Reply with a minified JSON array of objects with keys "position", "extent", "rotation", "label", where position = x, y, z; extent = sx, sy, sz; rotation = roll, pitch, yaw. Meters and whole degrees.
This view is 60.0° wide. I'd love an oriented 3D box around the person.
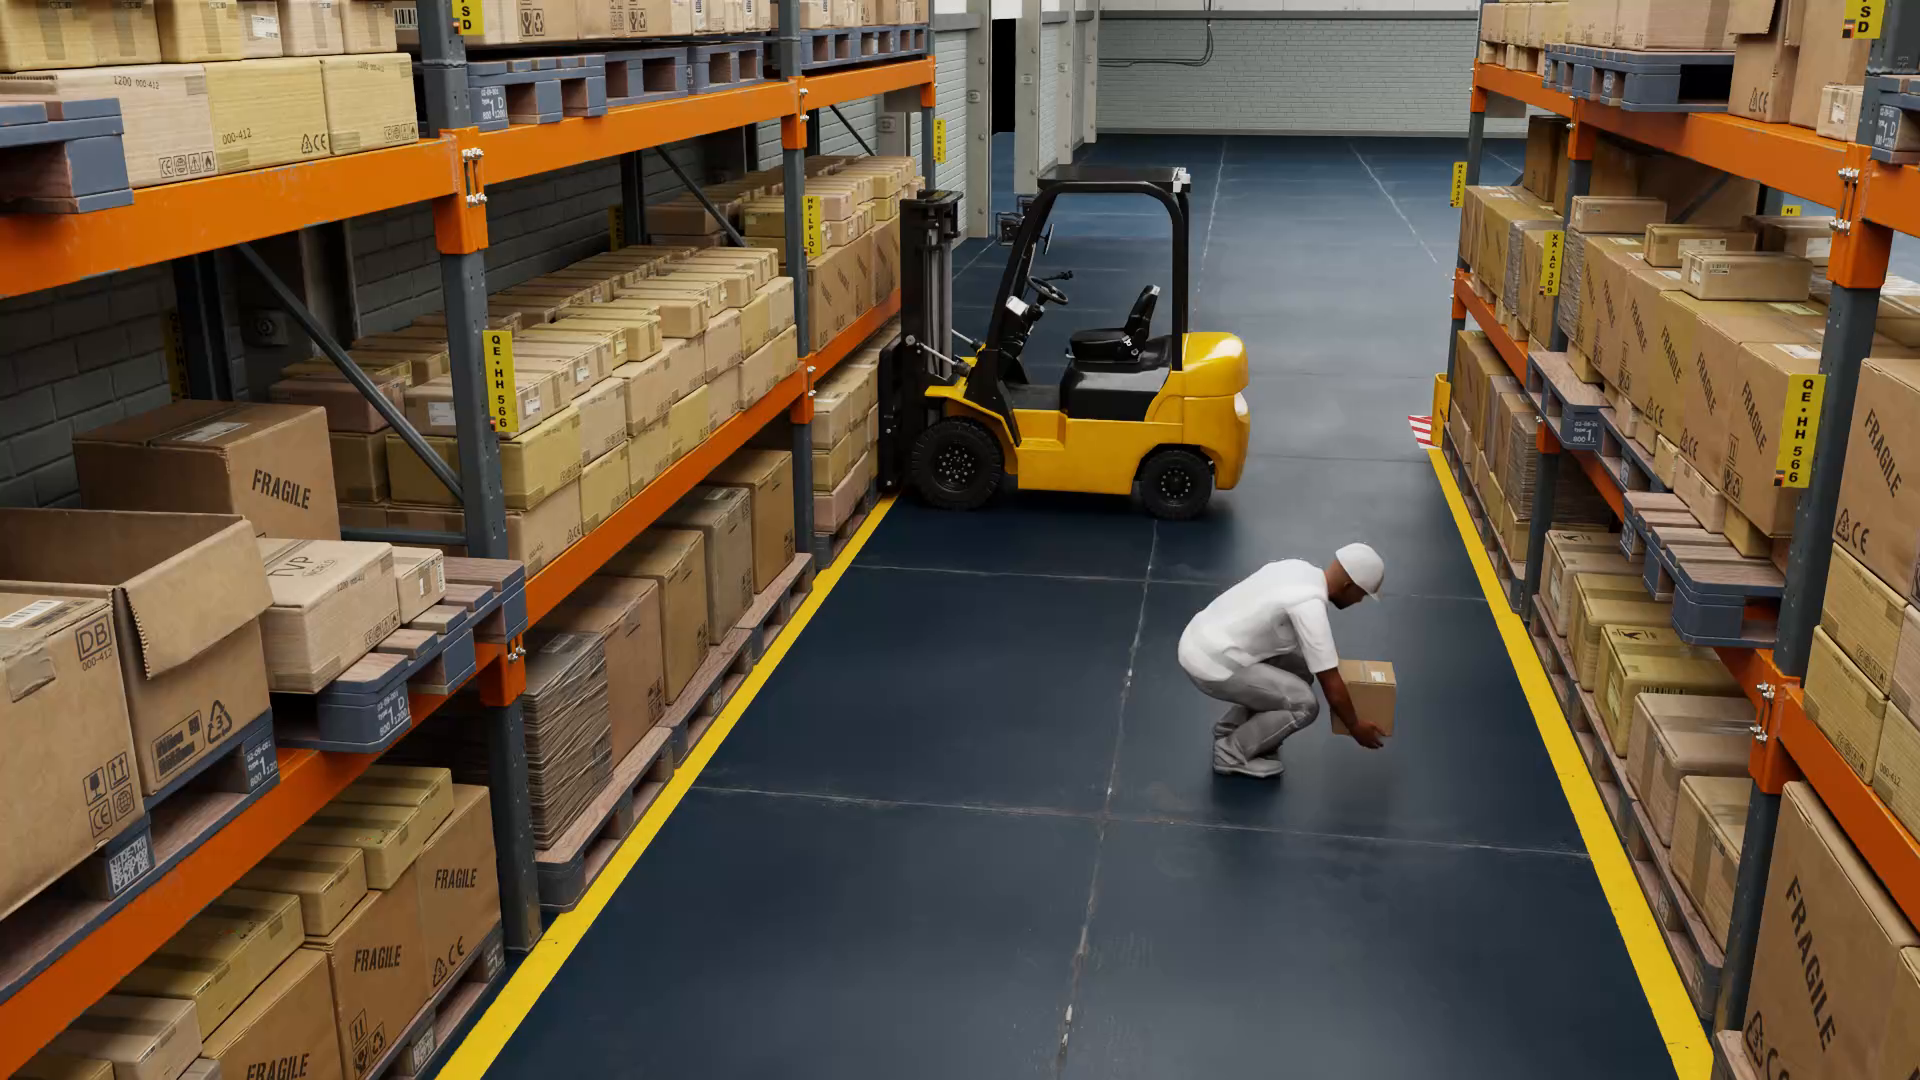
[{"position":[1.404,0.491,7.235],"extent":[0.898,1.008,0.583],"rotation":[3,18,9],"label":"person"}]
